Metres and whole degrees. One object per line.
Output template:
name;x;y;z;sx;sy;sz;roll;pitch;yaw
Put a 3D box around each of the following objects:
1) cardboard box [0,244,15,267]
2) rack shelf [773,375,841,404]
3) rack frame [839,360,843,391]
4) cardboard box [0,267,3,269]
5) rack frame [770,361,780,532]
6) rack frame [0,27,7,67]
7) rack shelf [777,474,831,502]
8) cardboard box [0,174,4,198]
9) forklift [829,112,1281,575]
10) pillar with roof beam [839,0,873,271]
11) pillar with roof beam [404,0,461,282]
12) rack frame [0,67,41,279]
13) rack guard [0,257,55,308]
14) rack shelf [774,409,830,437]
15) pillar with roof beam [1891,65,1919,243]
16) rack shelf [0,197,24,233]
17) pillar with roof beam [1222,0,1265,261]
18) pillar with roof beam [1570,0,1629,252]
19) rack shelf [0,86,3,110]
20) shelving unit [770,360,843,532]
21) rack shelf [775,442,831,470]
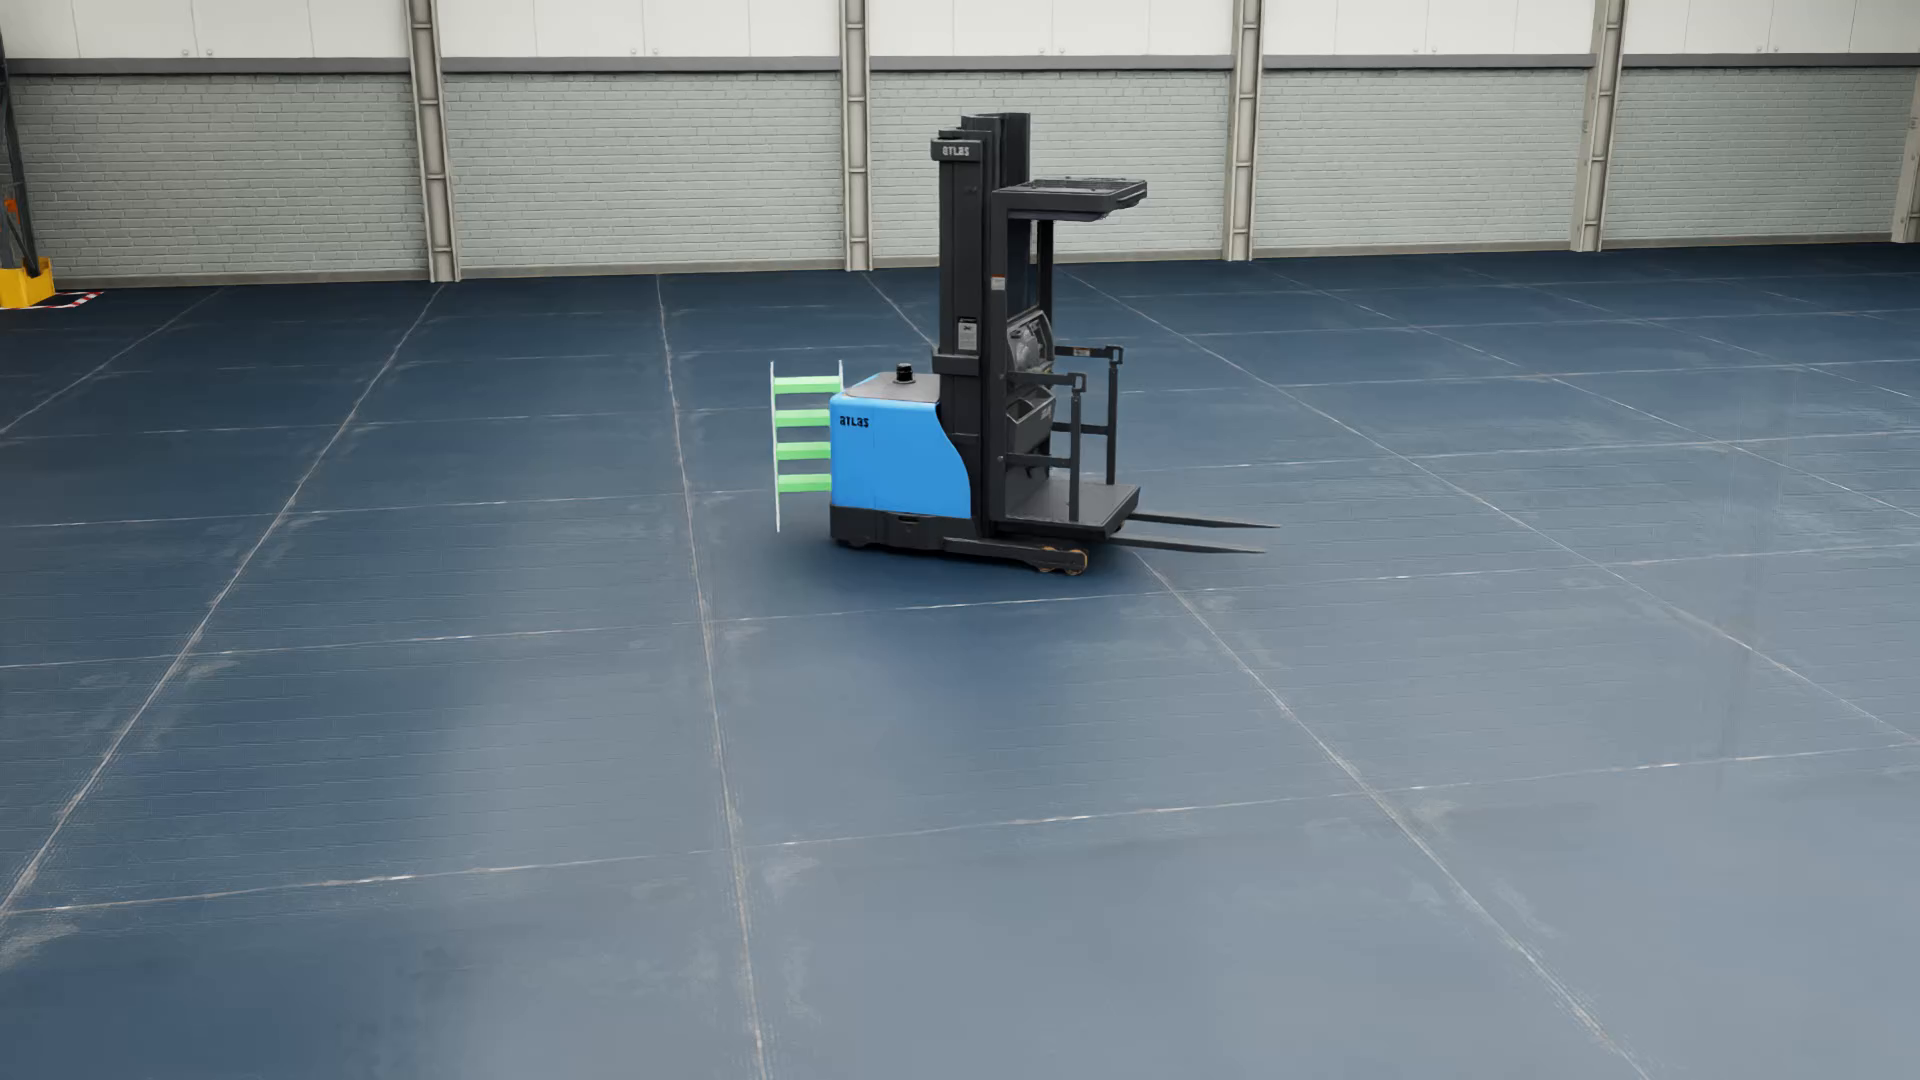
cardboard box;-12.962;-3.785;22.142;0.500;0.250;0.500;-3;17;-9
rack shelf;-1.088;-1.074;11.837;0.480;0.148;0.258;-2;17;-5
rack frame;-0.841;-0.684;11.977;0.015;1.200;0.240;-2;17;-5
cardboard box;-12.980;-3.541;22.200;0.500;0.250;0.500;-3;17;-10
rack frame;-1.327;-0.667;11.936;0.015;1.200;0.240;-2;17;-5
rack frame;-12.461;-7.494;20.883;0.127;3.000;1.000;-3;17;-10
rack shelf;-1.081;-0.385;12.044;0.480;0.148;0.258;-2;17;-5
cardboard box;-13.000;-4.726;21.919;0.500;0.500;0.500;-3;17;-9
forklift;0.664;-1.345;11.200;3.031;2.935;1.130;6;18;18
pillar with roof beam;-0.716;-7.142;19.738;0.400;9.000;9.100;-3;17;-10
pillar with roof beam;-6.607;-6.808;18.650;0.400;9.000;9.100;-3;17;-10
rack frame;-12.461;-4.626;21.763;0.127;3.000;1.000;-3;17;-10
rack guard;-12.437;-3.432;22.135;0.348;0.500;1.175;-3;17;-10
rack shelf;-1.086;-0.844;11.906;0.480;0.148;0.258;-2;17;-5
pillar with roof beam;16.957;-8.144;23.002;0.400;9.000;9.100;-3;17;-10
rack shelf;-14.424;-4.170;21.506;4.000;0.370;1.077;-3;17;-10
pillar with roof beam;5.175;-7.476;20.826;0.400;9.000;9.100;-3;17;-10
pillar with roof beam;11.066;-7.810;21.914;0.400;9.000;9.100;-3;17;-10
rack shelf;-14.424;-5.604;21.066;4.000;0.370;1.077;-3;17;-10
shelving unit;-1.084;-0.676;11.957;0.503;1.200;0.258;-2;17;-5
rack shelf;-1.084;-0.614;11.975;0.480;0.148;0.258;-2;17;-5
